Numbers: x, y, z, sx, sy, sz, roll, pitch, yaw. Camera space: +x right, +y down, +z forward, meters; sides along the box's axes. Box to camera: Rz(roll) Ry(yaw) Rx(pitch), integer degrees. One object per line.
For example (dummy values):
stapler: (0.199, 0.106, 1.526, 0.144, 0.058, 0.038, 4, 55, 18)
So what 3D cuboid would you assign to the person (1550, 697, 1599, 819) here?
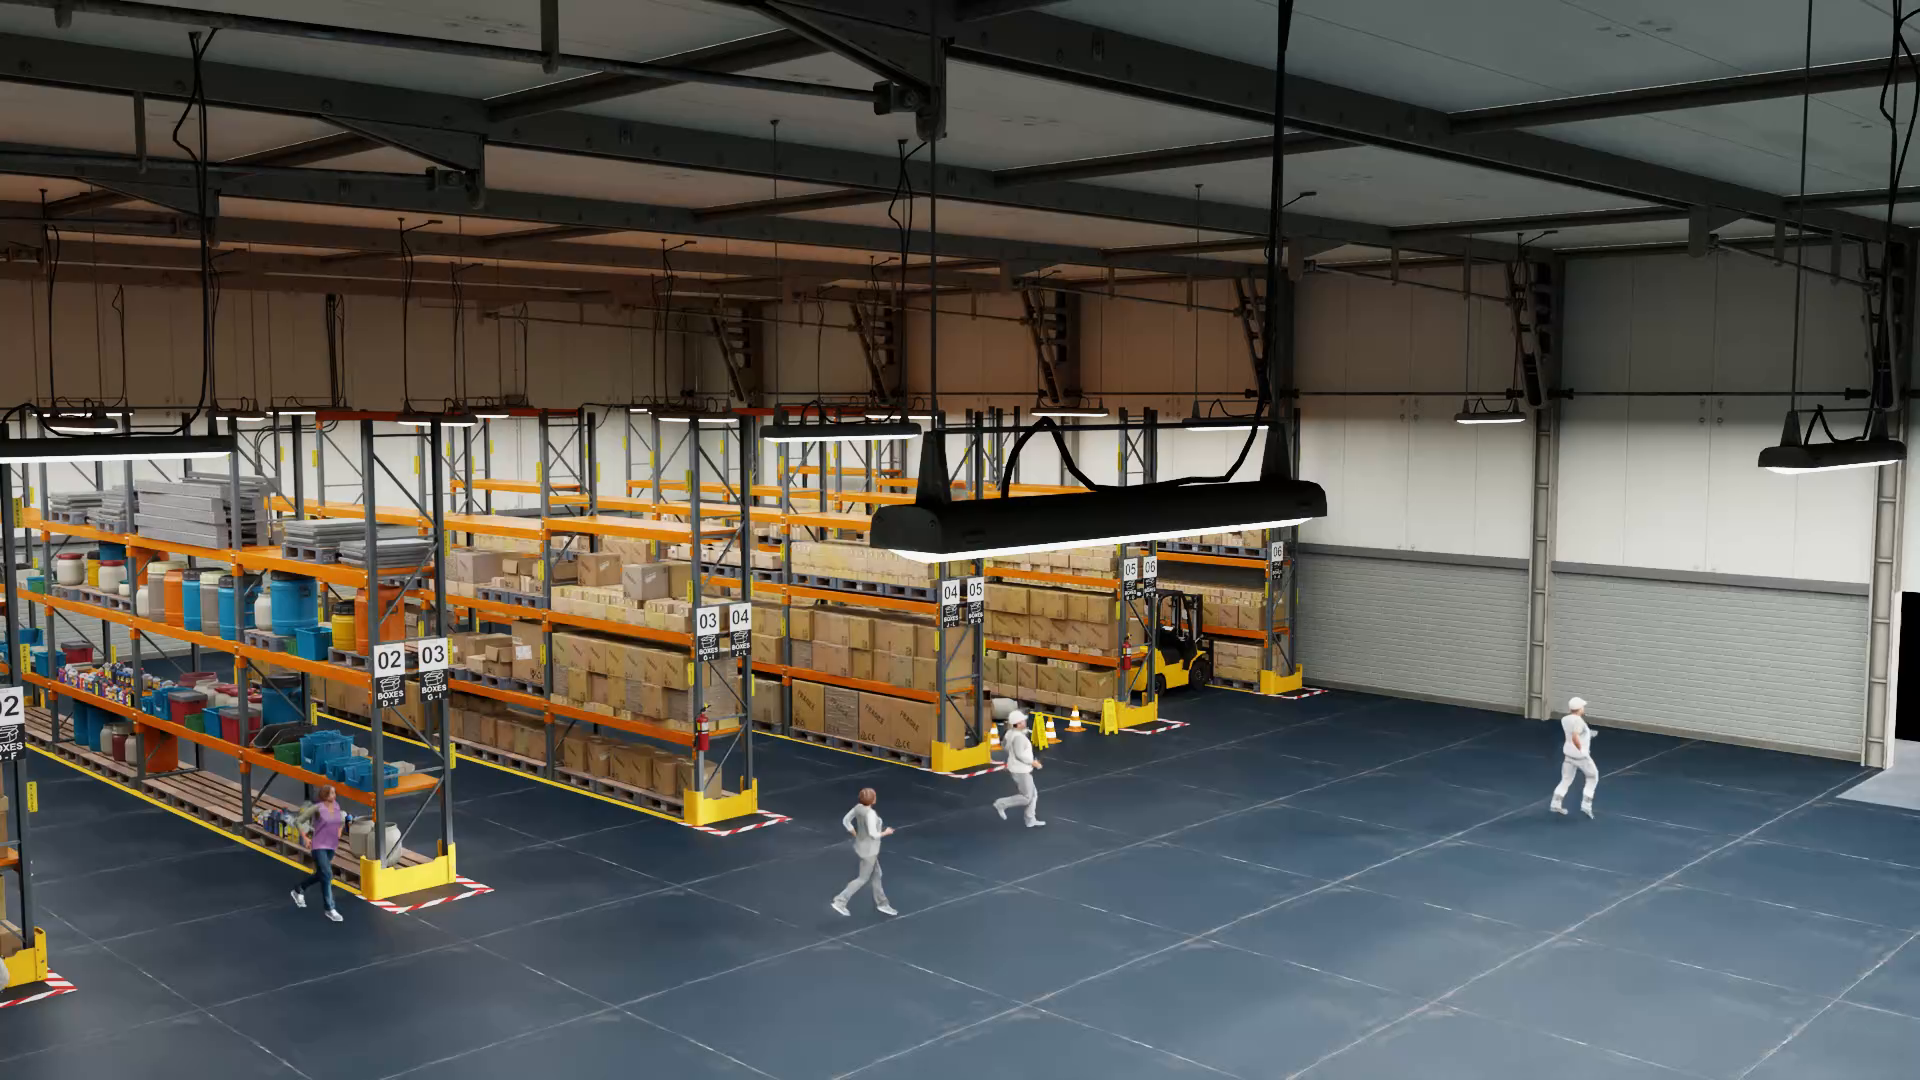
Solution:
person: (9.161, 3.252, 24.690, 0.774, 1.846, 0.643, -2, 5, -19)

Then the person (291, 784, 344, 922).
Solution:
person: (-7.725, 3.746, 20.185, 0.886, 1.580, 0.580, 2, 6, 24)

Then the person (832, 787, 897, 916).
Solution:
person: (-1.128, 3.806, 19.924, 0.843, 1.519, 0.534, -2, 5, -23)

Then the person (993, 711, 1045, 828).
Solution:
person: (0.855, 3.337, 24.180, 0.808, 1.735, 0.677, -1, 5, -12)

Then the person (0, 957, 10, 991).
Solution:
person: (-9.718, 4.008, 16.392, 0.613, 1.705, 0.768, 0, 5, -2)
